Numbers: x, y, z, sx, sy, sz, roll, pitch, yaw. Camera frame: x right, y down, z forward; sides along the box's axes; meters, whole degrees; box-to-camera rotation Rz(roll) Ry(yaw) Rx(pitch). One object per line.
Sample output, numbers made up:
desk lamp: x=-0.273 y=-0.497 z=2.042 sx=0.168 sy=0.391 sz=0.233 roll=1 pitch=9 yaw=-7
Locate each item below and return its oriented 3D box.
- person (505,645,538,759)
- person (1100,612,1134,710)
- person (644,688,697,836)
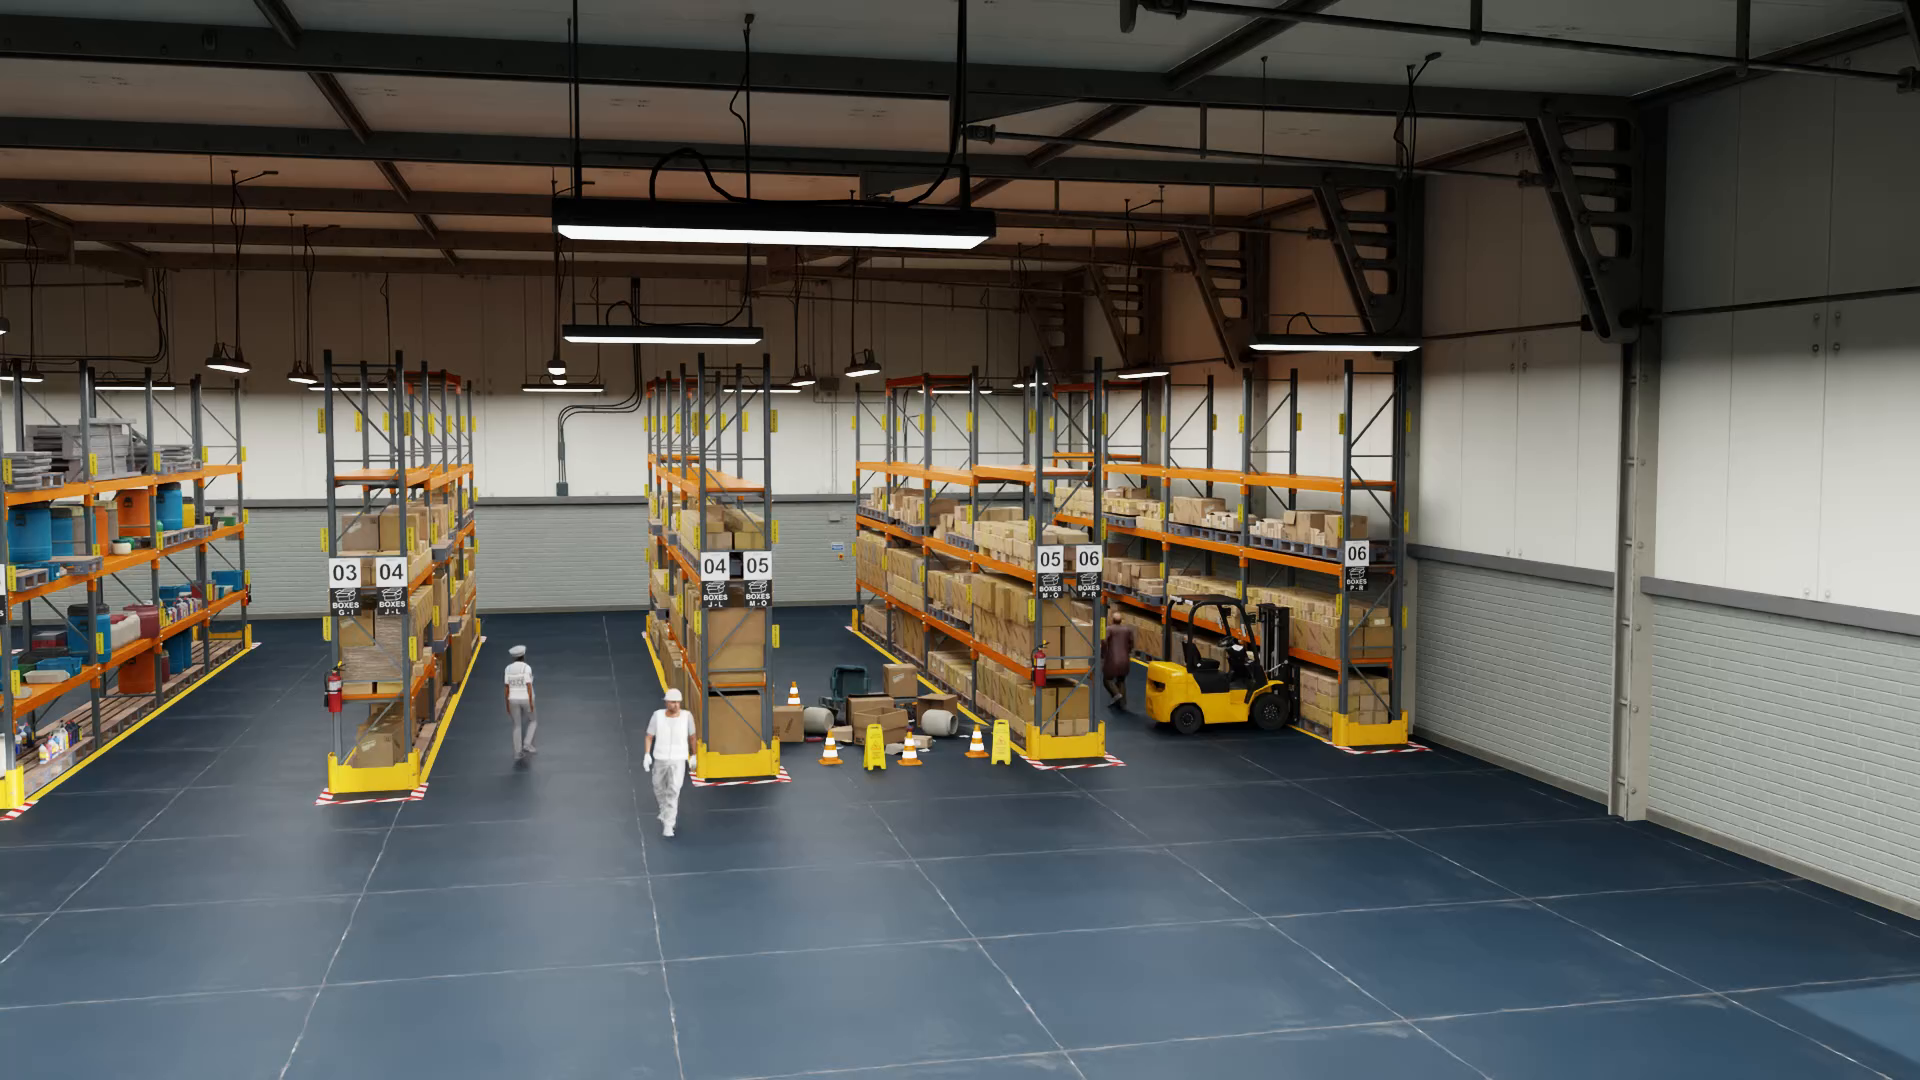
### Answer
person: x=-6.574 y=2.424 z=24.917 sx=0.500 sy=1.672 sz=0.447 roll=0 pitch=4 yaw=-1
person: x=2.785 y=2.128 z=29.342 sx=0.671 sy=1.677 sz=0.833 roll=-1 pitch=4 yaw=-13
person: x=-3.571 y=2.703 z=20.514 sx=0.646 sy=1.749 sz=0.927 roll=-1 pitch=4 yaw=-9
